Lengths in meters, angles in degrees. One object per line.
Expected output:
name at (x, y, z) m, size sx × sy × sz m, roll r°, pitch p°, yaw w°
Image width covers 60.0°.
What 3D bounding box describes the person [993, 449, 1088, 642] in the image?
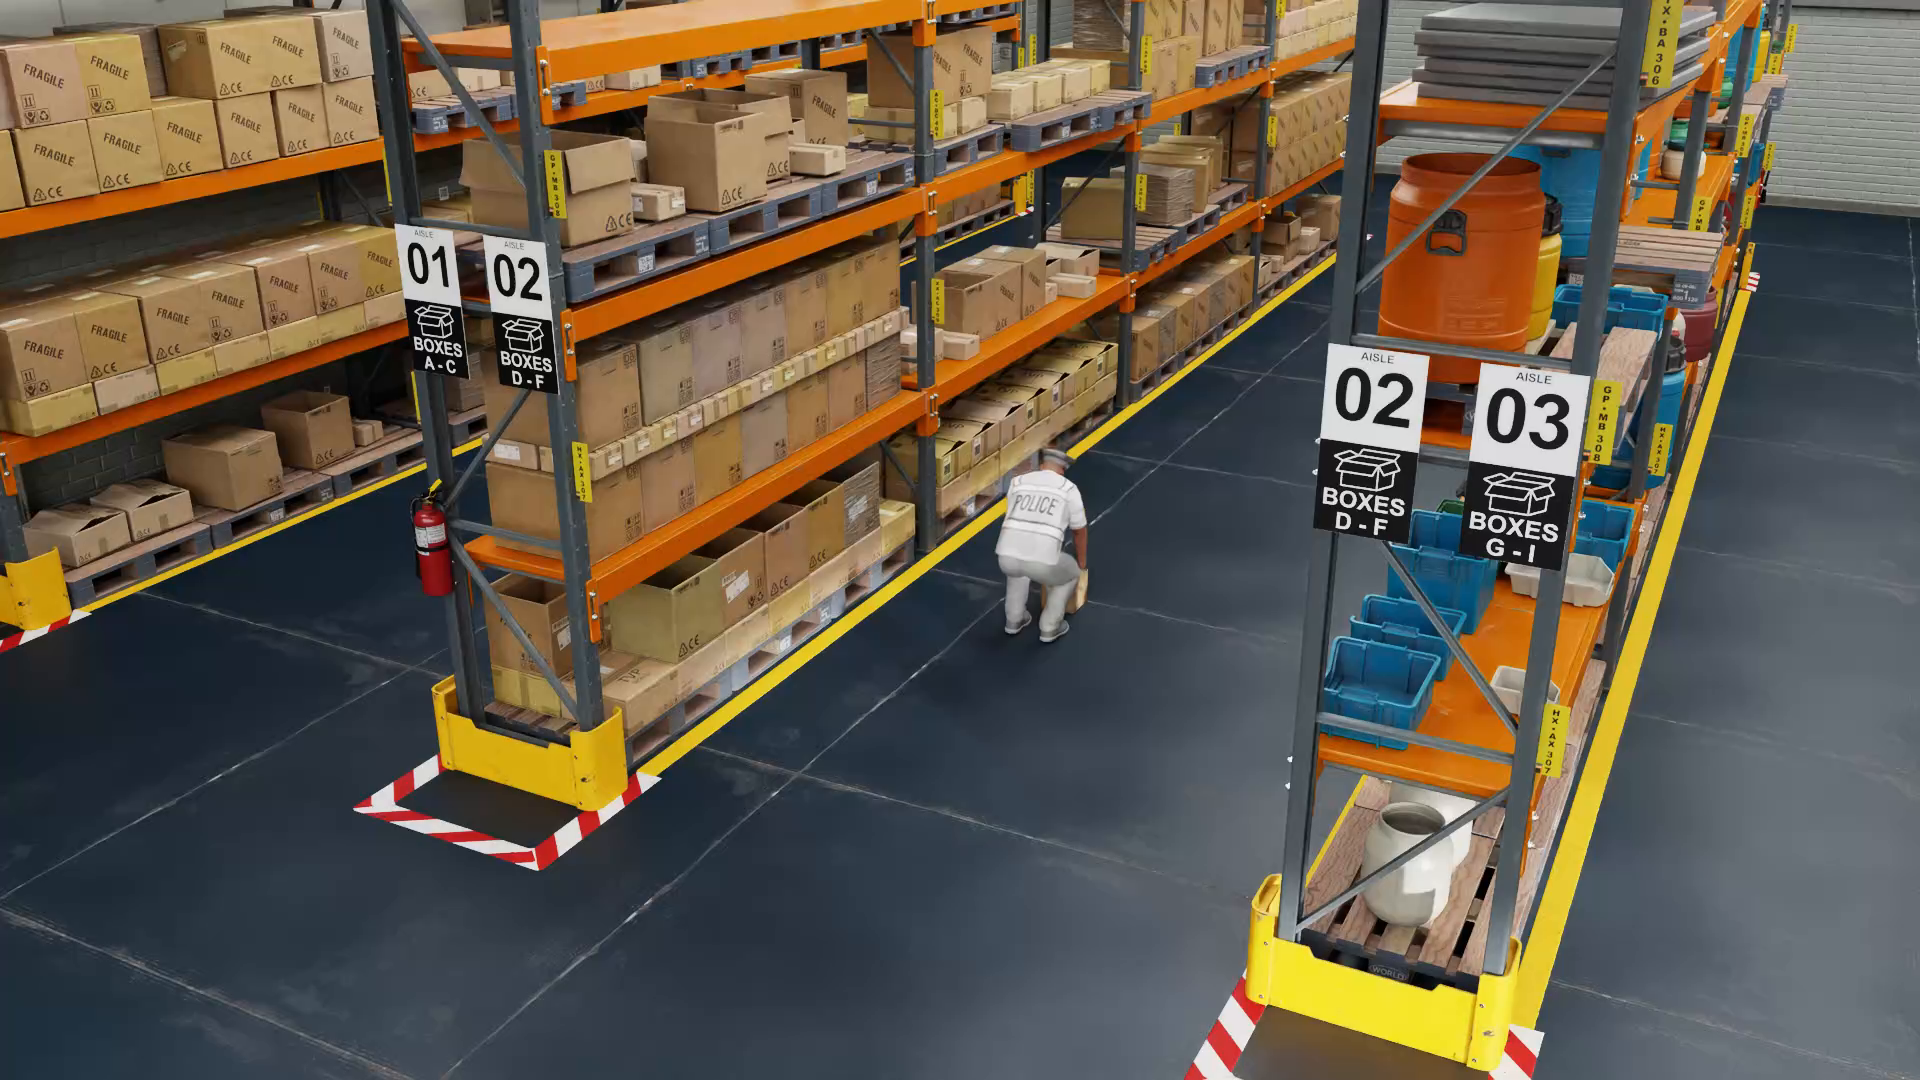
person at (0.537, 0.032, 11.384) m, size 0.576 × 1.205 × 0.900 m, roll 11°, pitch 25°, yaw 25°
